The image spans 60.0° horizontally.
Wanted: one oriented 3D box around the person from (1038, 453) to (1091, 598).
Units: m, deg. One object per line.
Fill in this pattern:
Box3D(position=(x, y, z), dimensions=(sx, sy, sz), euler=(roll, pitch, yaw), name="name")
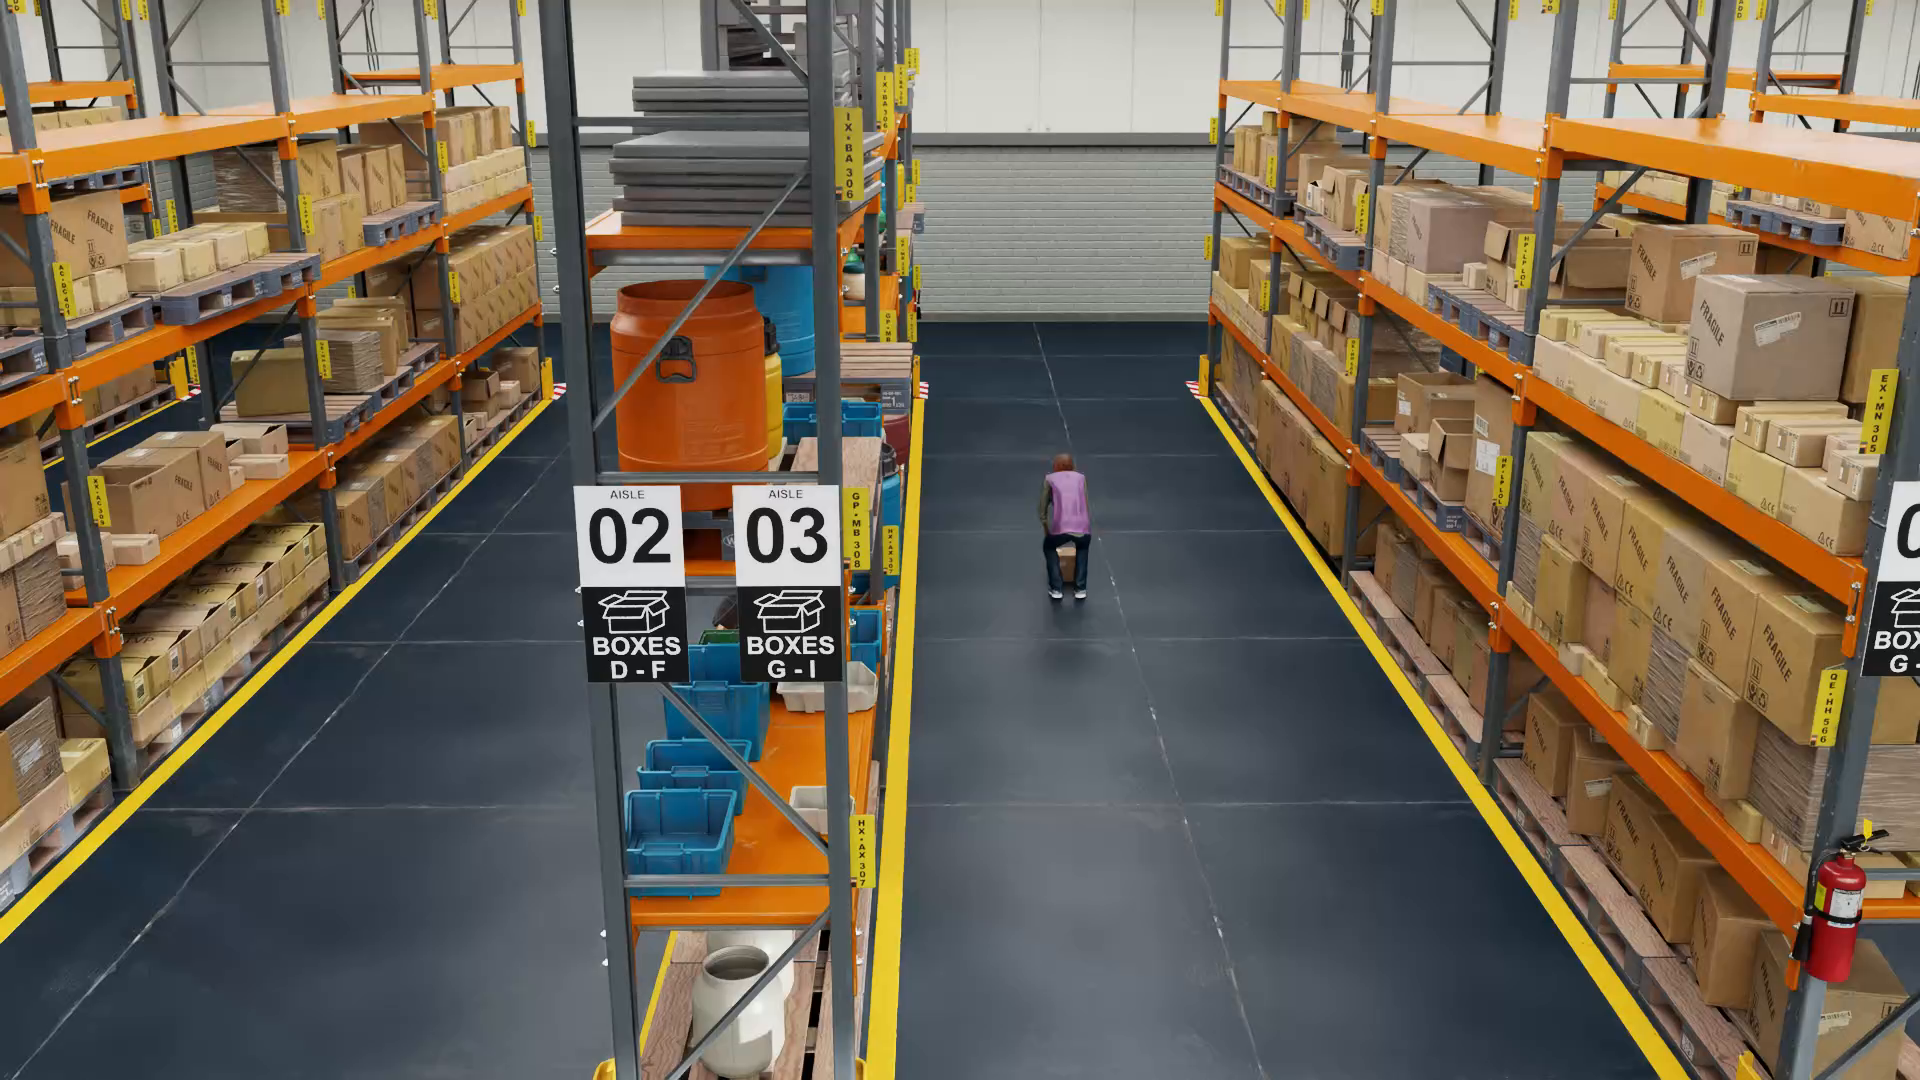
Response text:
Box3D(position=(0.916, -0.100, 14.556), dimensions=(0.462, 1.200, 0.701), euler=(0, 17, -1), name="person")
